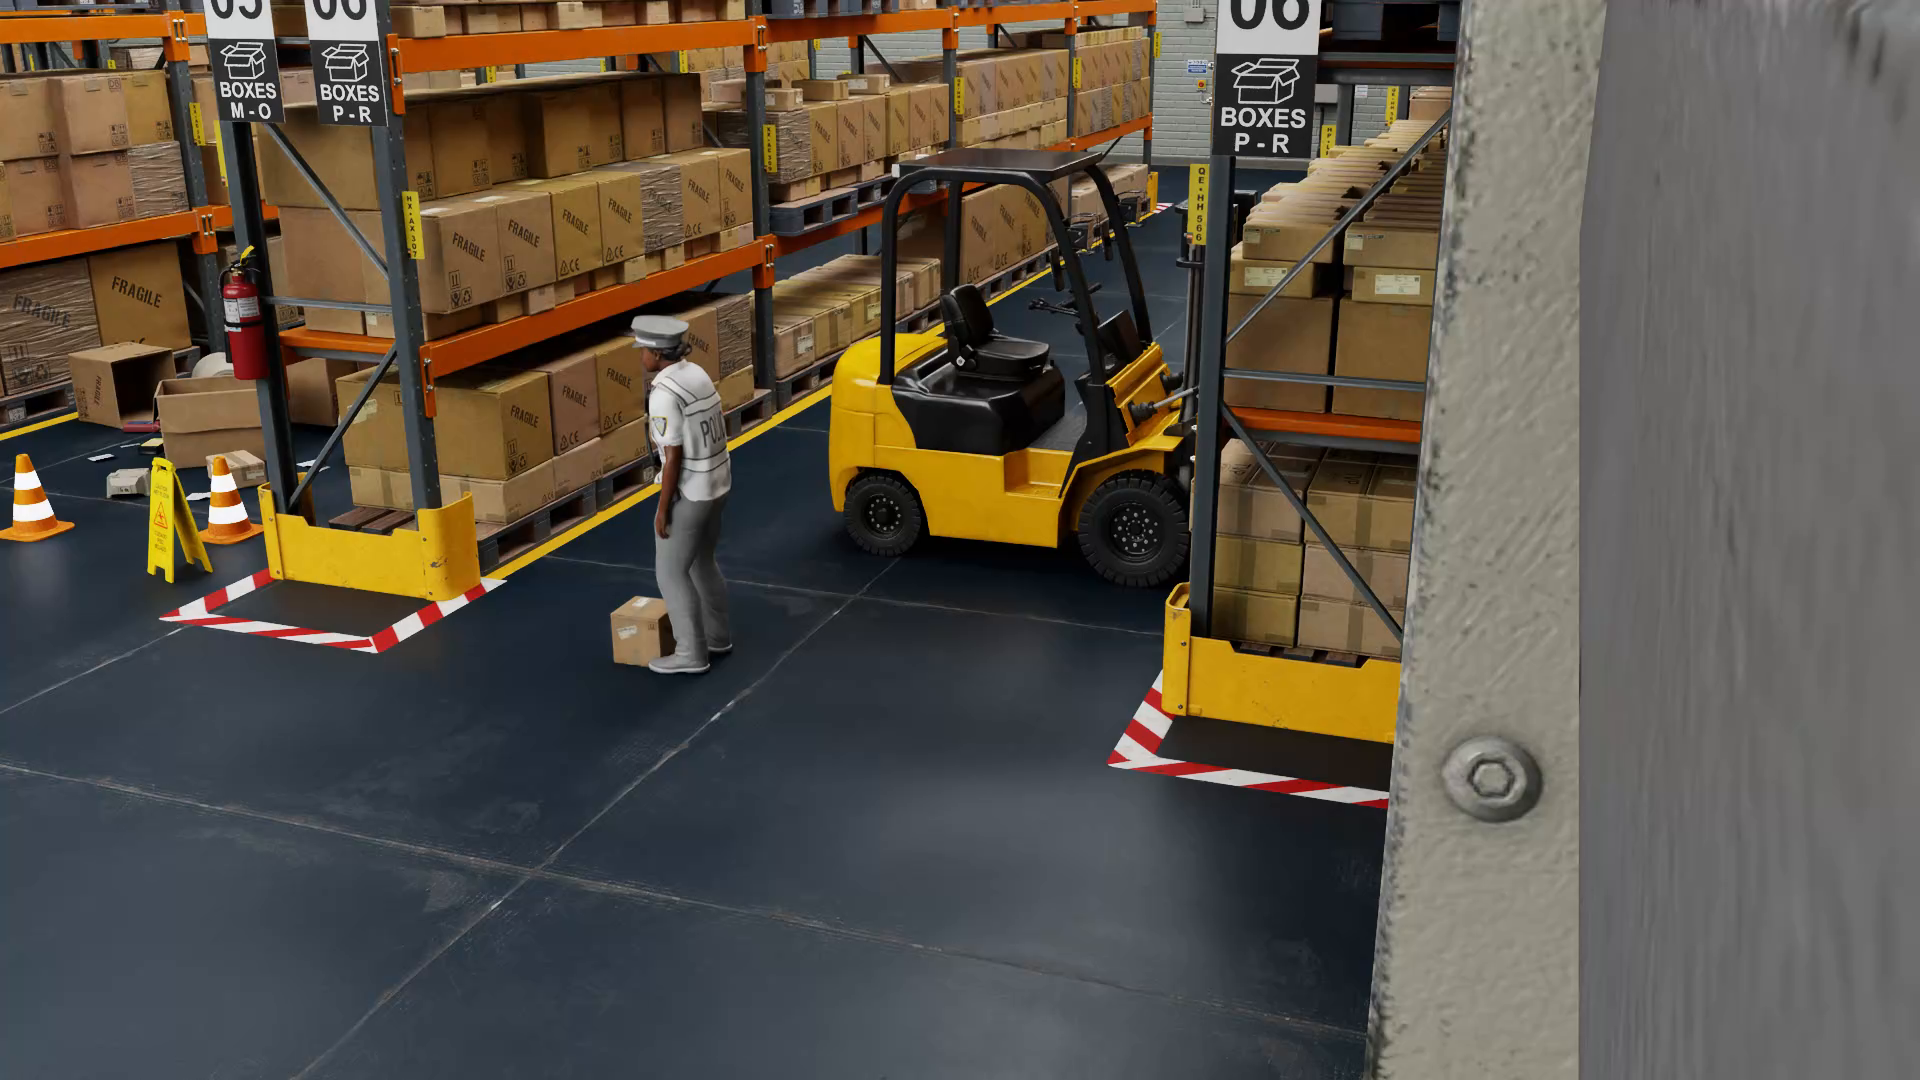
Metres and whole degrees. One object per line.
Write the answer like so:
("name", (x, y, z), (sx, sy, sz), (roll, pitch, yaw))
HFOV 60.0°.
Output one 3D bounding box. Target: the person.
("person", (-1.260, -0.206, 7.642), (0.395, 1.658, 0.522), (5, 19, 15))
